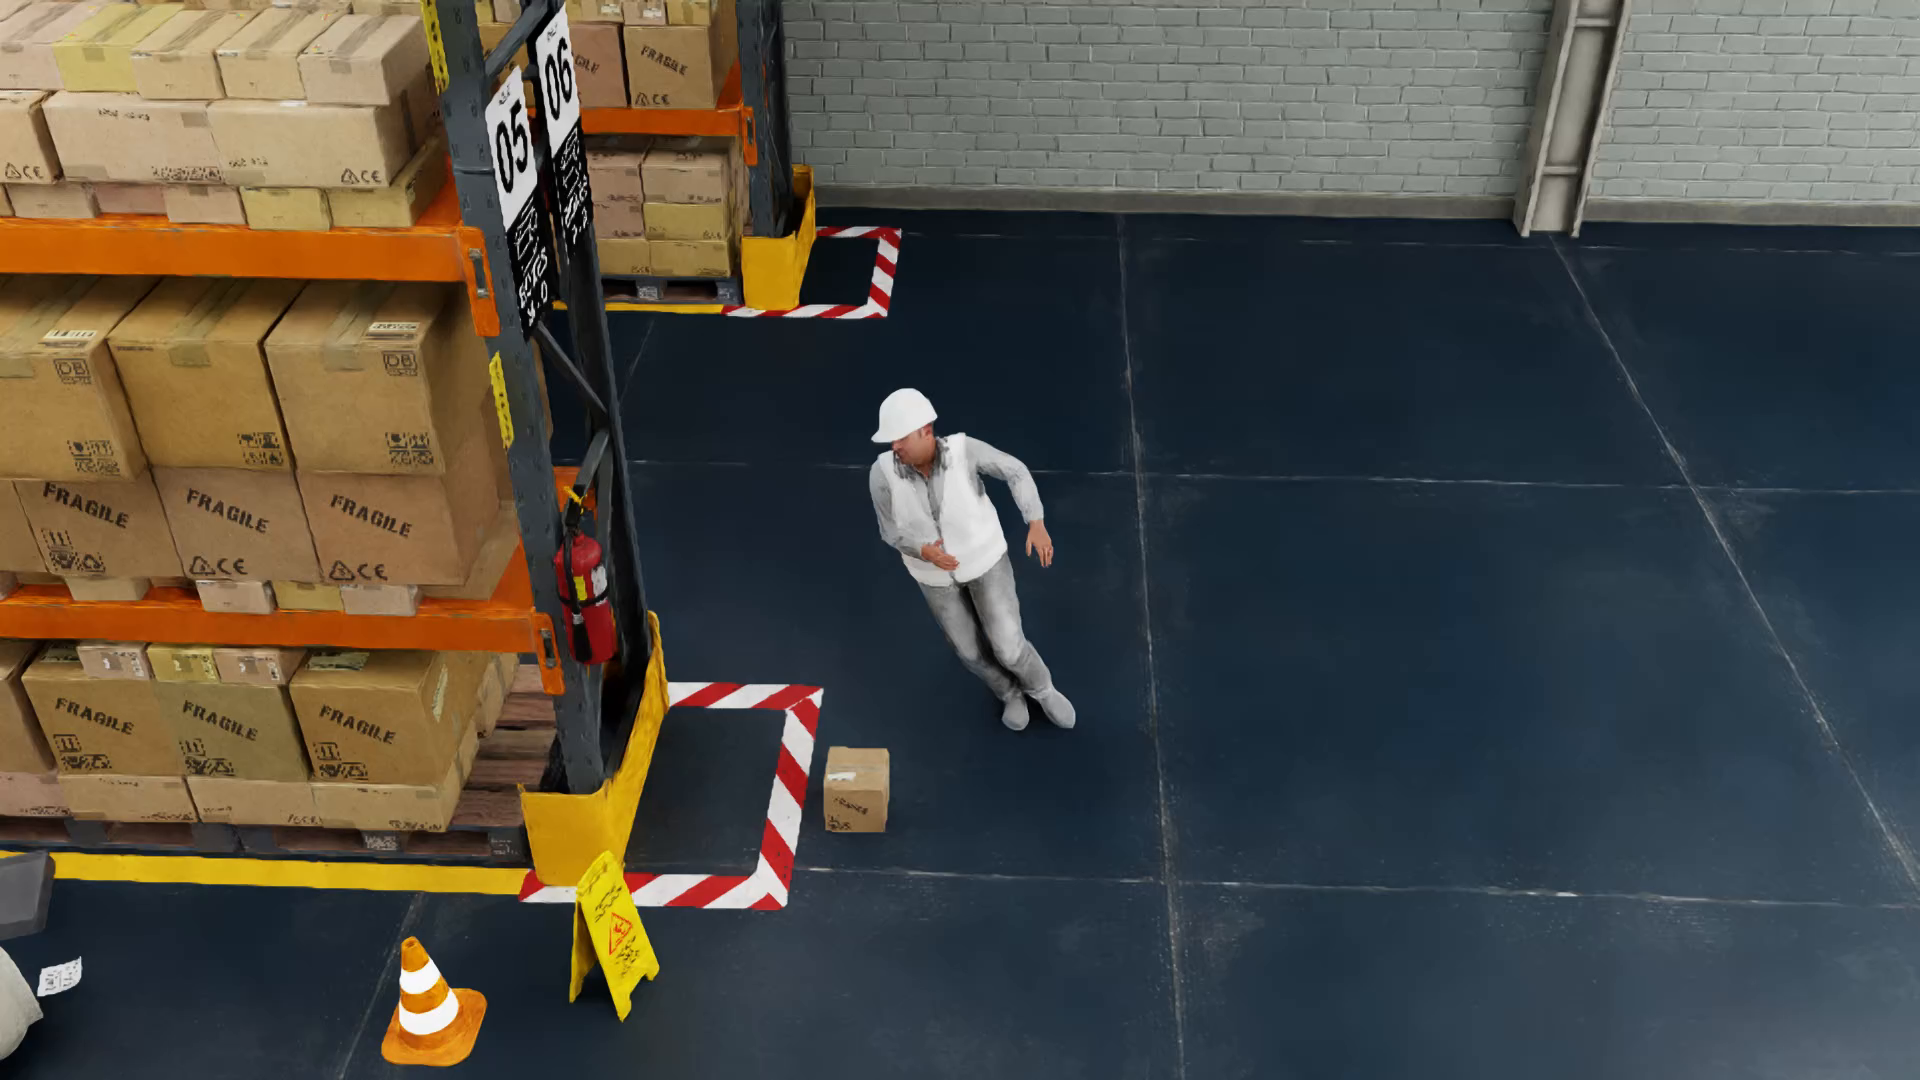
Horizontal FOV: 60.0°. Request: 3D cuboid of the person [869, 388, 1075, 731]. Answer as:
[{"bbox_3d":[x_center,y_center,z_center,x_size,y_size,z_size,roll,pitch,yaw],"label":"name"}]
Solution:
[{"bbox_3d":[0.071,0.133,7.014,0.895,1.653,0.569,0,35,0],"label":"person"}]
